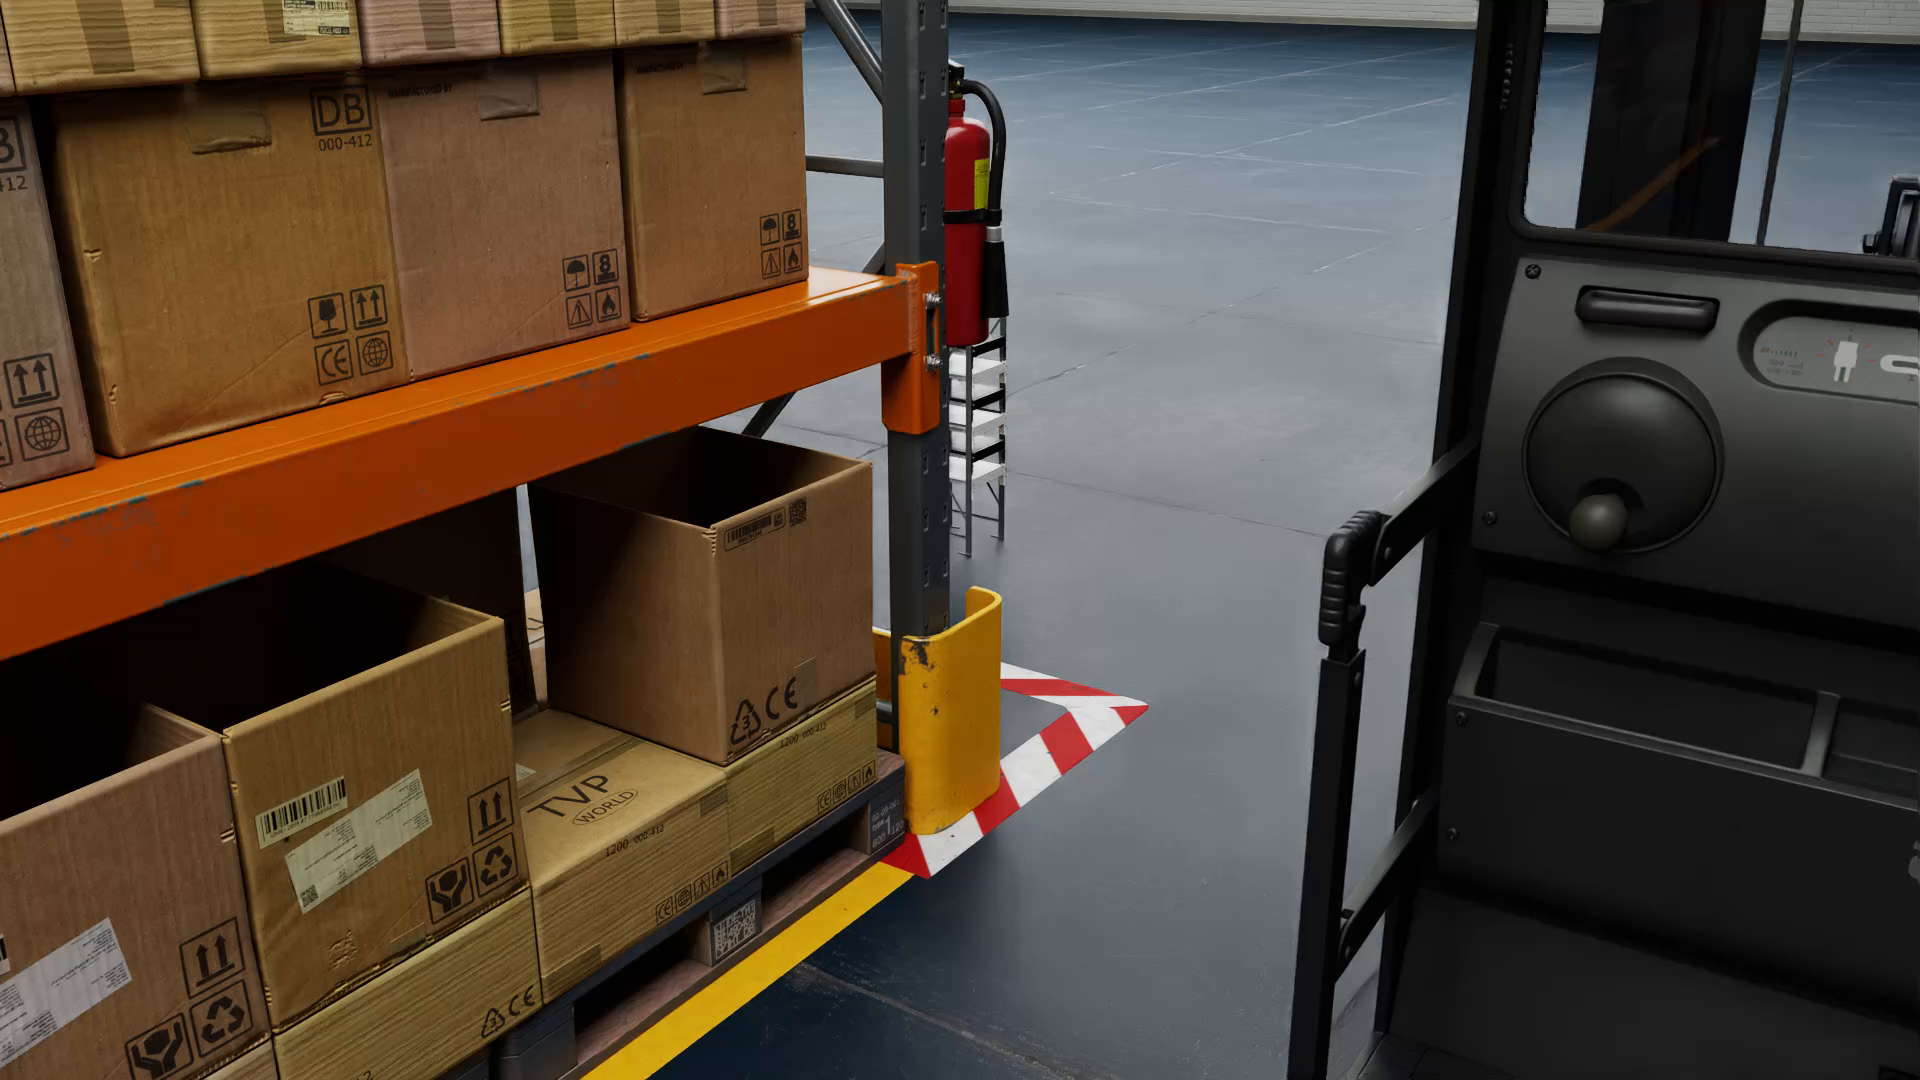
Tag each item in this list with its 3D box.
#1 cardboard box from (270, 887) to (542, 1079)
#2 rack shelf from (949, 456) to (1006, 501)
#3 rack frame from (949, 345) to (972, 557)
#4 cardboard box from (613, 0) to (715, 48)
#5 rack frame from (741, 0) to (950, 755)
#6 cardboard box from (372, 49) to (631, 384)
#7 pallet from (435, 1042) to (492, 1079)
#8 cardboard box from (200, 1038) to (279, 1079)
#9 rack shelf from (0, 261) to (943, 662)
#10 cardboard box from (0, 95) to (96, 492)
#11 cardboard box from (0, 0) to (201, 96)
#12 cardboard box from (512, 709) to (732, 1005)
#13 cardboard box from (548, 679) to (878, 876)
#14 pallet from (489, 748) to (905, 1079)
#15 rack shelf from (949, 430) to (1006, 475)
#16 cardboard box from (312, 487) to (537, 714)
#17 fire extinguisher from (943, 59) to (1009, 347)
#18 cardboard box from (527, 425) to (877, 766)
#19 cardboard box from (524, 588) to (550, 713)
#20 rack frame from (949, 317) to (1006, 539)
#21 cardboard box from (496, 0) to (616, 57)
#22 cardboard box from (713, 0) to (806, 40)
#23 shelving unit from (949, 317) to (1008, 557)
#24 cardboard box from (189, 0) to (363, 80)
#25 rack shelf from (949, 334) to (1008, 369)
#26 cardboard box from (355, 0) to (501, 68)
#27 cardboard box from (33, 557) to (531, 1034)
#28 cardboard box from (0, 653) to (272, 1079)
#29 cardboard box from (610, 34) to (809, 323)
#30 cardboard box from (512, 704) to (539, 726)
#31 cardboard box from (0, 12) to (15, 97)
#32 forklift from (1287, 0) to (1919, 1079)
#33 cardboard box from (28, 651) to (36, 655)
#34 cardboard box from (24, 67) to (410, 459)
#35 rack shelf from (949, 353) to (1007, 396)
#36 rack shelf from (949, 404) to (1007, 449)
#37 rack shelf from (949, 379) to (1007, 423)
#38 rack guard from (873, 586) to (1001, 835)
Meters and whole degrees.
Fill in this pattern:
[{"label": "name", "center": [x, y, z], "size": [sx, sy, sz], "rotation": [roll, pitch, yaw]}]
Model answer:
[{"label": "cardboard box", "center": [-1.077, 0.731, 2.823], "size": [0.500, 0.250, 0.500], "rotation": [13, 24, 32]}, {"label": "rack shelf", "center": [-0.005, -0.220, 5.677], "size": [0.258, 0.077, 0.200], "rotation": [13, 24, 32]}, {"label": "rack frame", "center": [-0.062, -0.391, 5.524], "size": [0.240, 0.900, 0.006], "rotation": [13, 24, 32]}, {"label": "cardboard box", "center": [-0.673, -0.992, 3.043], "size": [0.380, 0.149, 0.250], "rotation": [14, 24, 33]}, {"label": "rack frame", "center": [-0.469, -0.863, 3.773], "size": [1.000, 3.000, 0.127], "rotation": [13, 24, 32]}, {"label": "cardboard box", "center": [-1.034, -0.626, 2.991], "size": [0.700, 0.500, 0.500], "rotation": [14, 24, 33]}, {"label": "pallet", "center": [-1.551, 1.021, 2.699], "size": [1.003, 0.211, 1.213], "rotation": [13, 24, 32]}, {"label": "cardboard box", "center": [-1.360, 0.874, 2.436], "size": [0.500, 0.250, 0.500], "rotation": [13, 24, 32]}, {"label": "rack shelf", "center": [-1.594, 0.049, 2.347], "size": [1.077, 0.370, 4.000], "rotation": [13, 24, 32]}, {"label": "cardboard box", "center": [-1.610, -0.333, 2.198], "size": [0.700, 0.500, 0.500], "rotation": [14, 25, 33]}, {"label": "cardboard box", "center": [-1.253, -0.695, 2.241], "size": [0.380, 0.149, 0.250], "rotation": [14, 25, 33]}, {"label": "cardboard box", "center": [-0.798, 0.587, 3.211], "size": [0.500, 0.250, 0.500], "rotation": [13, 24, 32]}, {"label": "cardboard box", "center": [-0.526, 0.442, 3.606], "size": [0.500, 0.250, 0.500], "rotation": [13, 24, 32]}, {"label": "pallet", "center": [-0.865, 0.673, 3.642], "size": [1.003, 0.211, 1.213], "rotation": [13, 24, 32]}, {"label": "rack shelf", "center": [-0.005, -0.304, 5.645], "size": [0.258, 0.077, 0.200], "rotation": [13, 24, 32]}, {"label": "cardboard box", "center": [-1.234, 0.133, 3.360], "size": [0.500, 0.500, 0.500], "rotation": [13, 24, 32]}, {"label": "fire extinguisher", "center": [-0.019, -0.770, 3.633], "size": [0.296, 0.674, 0.183], "rotation": [13, 24, 32]}, {"label": "cardboard box", "center": [-0.525, 0.090, 3.474], "size": [0.500, 0.500, 0.500], "rotation": [13, 24, 32]}, {"label": "cardboard box", "center": [-0.955, 0.341, 3.879], "size": [0.500, 0.250, 0.500], "rotation": [13, 24, 32]}, {"label": "rack frame", "center": [0.053, -0.449, 5.681], "size": [0.240, 0.900, 0.006], "rotation": [13, 24, 32]}, {"label": "cardboard box", "center": [-0.816, -0.918, 2.844], "size": [0.380, 0.149, 0.250], "rotation": [13, 24, 31]}, {"label": "cardboard box", "center": [-0.527, -1.067, 3.246], "size": [0.380, 0.149, 0.250], "rotation": [13, 24, 31]}, {"label": "shelving unit", "center": [-0.005, -0.420, 5.603], "size": [0.258, 0.900, 0.210], "rotation": [13, 24, 32]}, {"label": "cardboard box", "center": [-1.107, -0.771, 2.446], "size": [0.380, 0.149, 0.250], "rotation": [14, 25, 33]}, {"label": "rack shelf", "center": [-0.005, -0.642, 5.520], "size": [0.258, 0.077, 0.200], "rotation": [13, 24, 32]}, {"label": "cardboard box", "center": [-0.959, -0.846, 2.650], "size": [0.380, 0.149, 0.250], "rotation": [14, 24, 33]}, {"label": "cardboard box", "center": [-1.075, 0.380, 2.691], "size": [0.500, 0.500, 0.500], "rotation": [13, 24, 32]}, {"label": "cardboard box", "center": [-1.357, 0.523, 2.304], "size": [0.500, 0.500, 0.500], "rotation": [13, 24, 32]}, {"label": "cardboard box", "center": [-0.742, -0.778, 3.400], "size": [0.700, 0.500, 0.500], "rotation": [13, 24, 32]}, {"label": "cardboard box", "center": [-1.233, 0.485, 3.489], "size": [0.500, 0.250, 0.500], "rotation": [13, 24, 32]}, {"label": "cardboard box", "center": [-1.397, -0.621, 2.042], "size": [0.380, 0.149, 0.250], "rotation": [13, 24, 31]}, {"label": "forklift", "center": [1.008, -0.104, 1.821], "size": [1.130, 2.935, 3.031], "rotation": [12, 24, 30]}, {"label": "cardboard box", "center": [-1.505, 0.279, 2.965], "size": [0.500, 0.500, 0.500], "rotation": [13, 24, 32]}, {"label": "cardboard box", "center": [-1.318, -0.485, 2.608], "size": [0.700, 0.500, 0.500], "rotation": [13, 24, 32]}, {"label": "rack shelf", "center": [-0.005, -0.557, 5.552], "size": [0.258, 0.077, 0.200], "rotation": [13, 24, 32]}, {"label": "rack shelf", "center": [-0.005, -0.388, 5.614], "size": [0.258, 0.077, 0.200], "rotation": [13, 24, 32]}, {"label": "rack shelf", "center": [-0.005, -0.473, 5.583], "size": [0.258, 0.077, 0.200], "rotation": [13, 24, 32]}, {"label": "rack guard", "center": [-0.456, 0.303, 4.225], "size": [1.175, 0.500, 0.348], "rotation": [13, 24, 32]}]
